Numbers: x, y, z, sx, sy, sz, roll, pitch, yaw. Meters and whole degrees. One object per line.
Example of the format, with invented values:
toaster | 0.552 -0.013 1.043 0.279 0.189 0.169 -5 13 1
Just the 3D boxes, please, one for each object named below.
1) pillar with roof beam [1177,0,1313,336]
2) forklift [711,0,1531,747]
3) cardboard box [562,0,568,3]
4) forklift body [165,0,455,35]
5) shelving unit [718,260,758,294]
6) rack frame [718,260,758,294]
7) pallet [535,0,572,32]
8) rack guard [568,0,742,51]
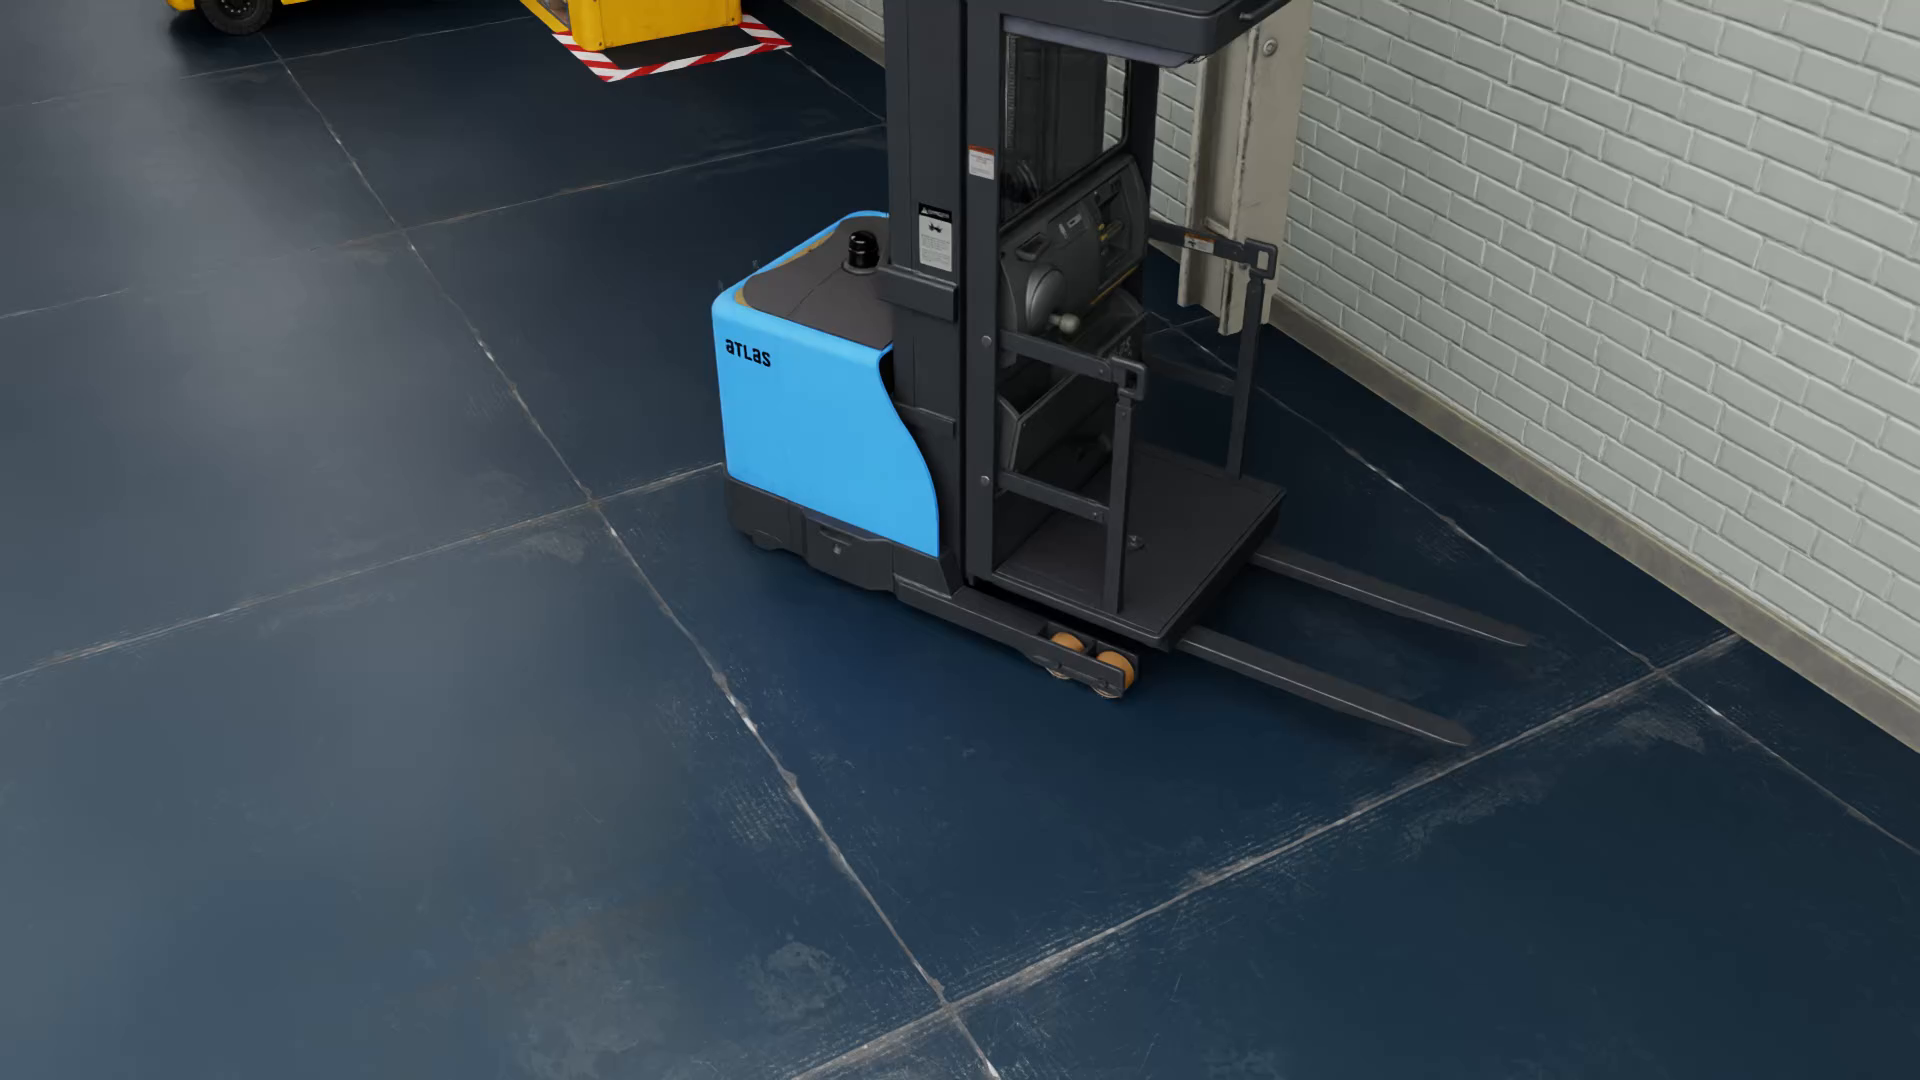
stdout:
pillar with roof beam | -2.399 -3.500 3.913 9.100 9.000 0.400 -19 40 -24
forklift | 0.575 -0.976 5.601 3.031 2.935 1.130 21 41 26
cardboard box | -2.629 -3.996 11.653 0.500 0.250 0.500 -19 40 -24
forklift body | -4.650 -4.875 11.601 2.313 2.155 1.214 -19 40 -24
shelving unit | -0.798 -0.687 6.921 0.210 0.900 0.258 20 40 28
rack frame | -0.883 -0.717 6.969 0.006 0.900 0.240 20 40 28
pallet | -2.541 -4.042 12.106 1.003 0.211 1.213 -19 40 -24
rack guard | -2.108 -3.769 11.487 1.175 0.500 0.348 -19 40 -24
